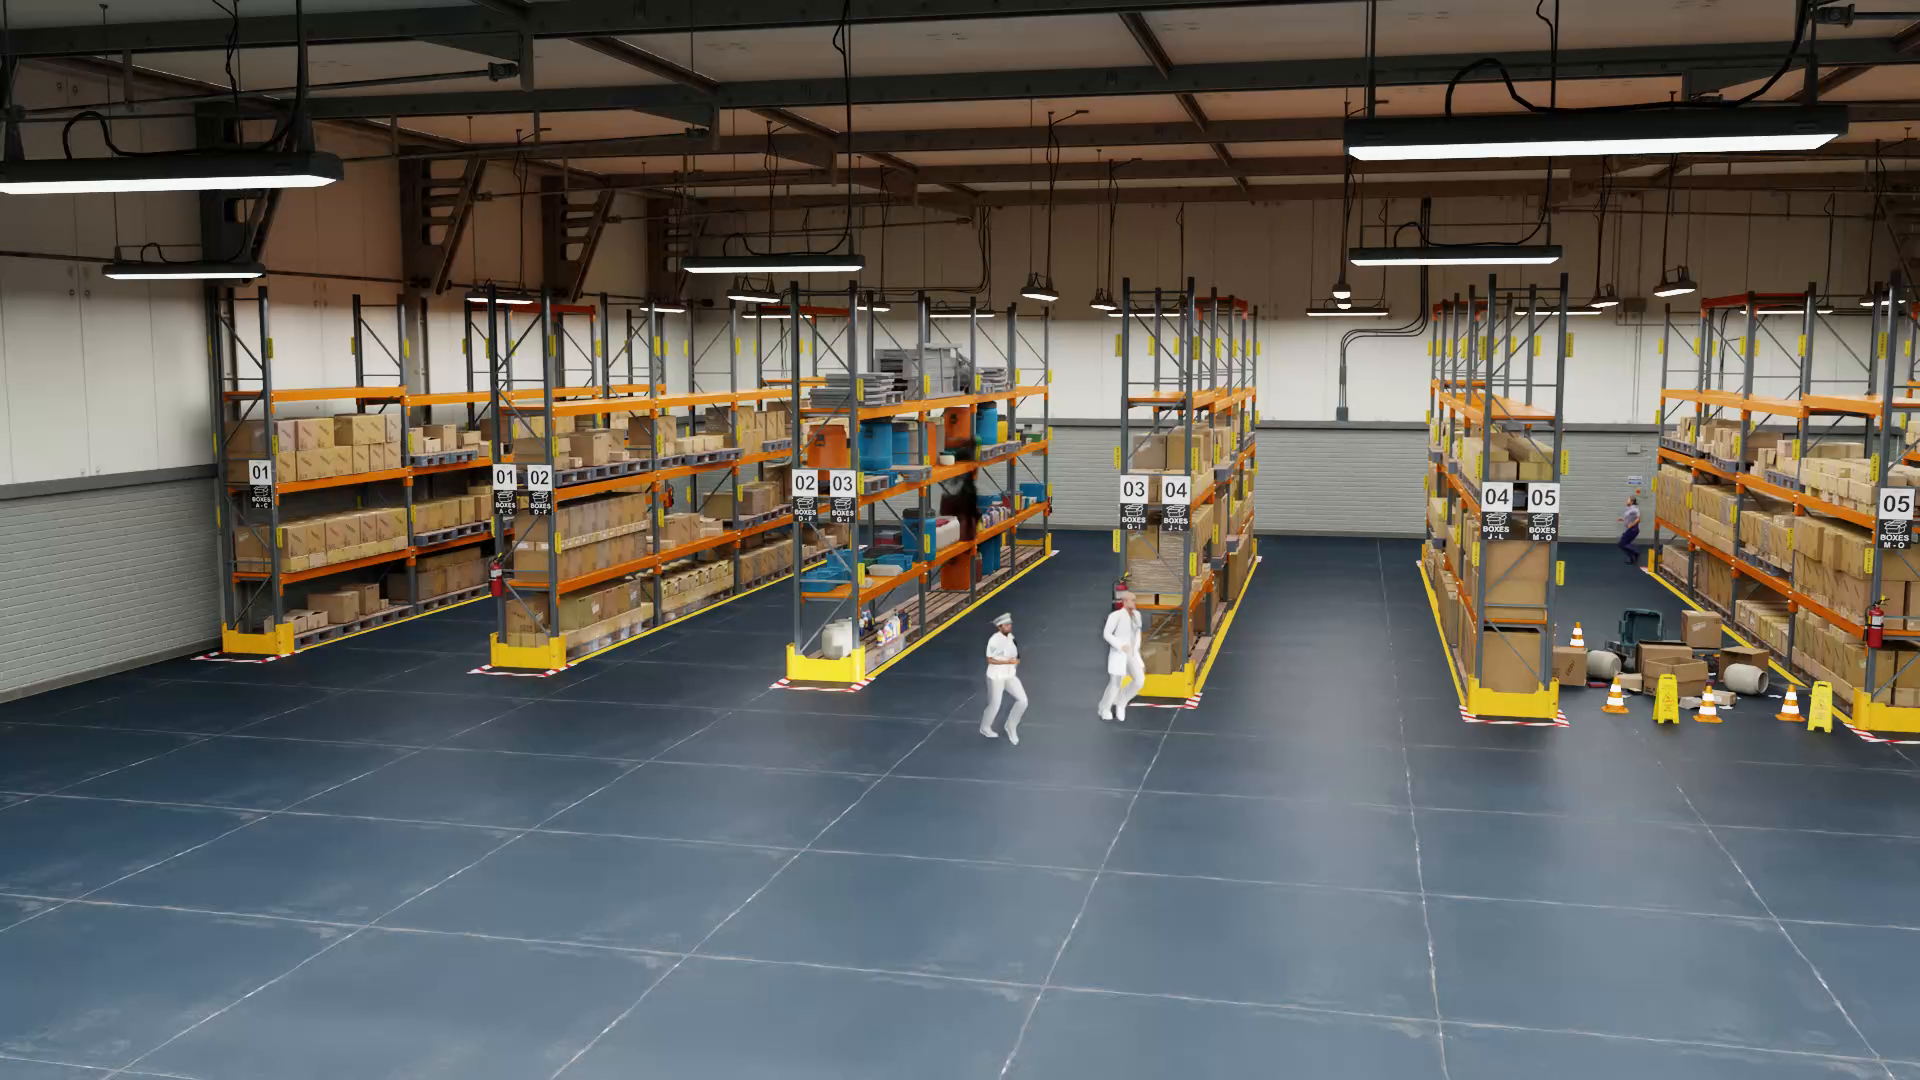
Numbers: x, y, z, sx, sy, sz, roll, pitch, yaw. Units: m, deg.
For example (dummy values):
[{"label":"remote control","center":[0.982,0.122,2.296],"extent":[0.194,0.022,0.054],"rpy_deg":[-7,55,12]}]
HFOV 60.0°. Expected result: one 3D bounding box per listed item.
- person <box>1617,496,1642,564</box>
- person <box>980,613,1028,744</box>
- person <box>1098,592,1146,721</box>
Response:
[{"label":"person","center":[15.567,-0.216,38.693],"extent":[0.554,1.574,0.620],"rpy_deg":[2,7,19]},{"label":"person","center":[0.517,1.756,21.114],"extent":[0.560,1.708,0.745],"rpy_deg":[-6,9,-42]},{"label":"person","center":[2.238,1.563,22.462],"extent":[0.735,1.729,0.680],"rpy_deg":[-4,8,-31]}]
